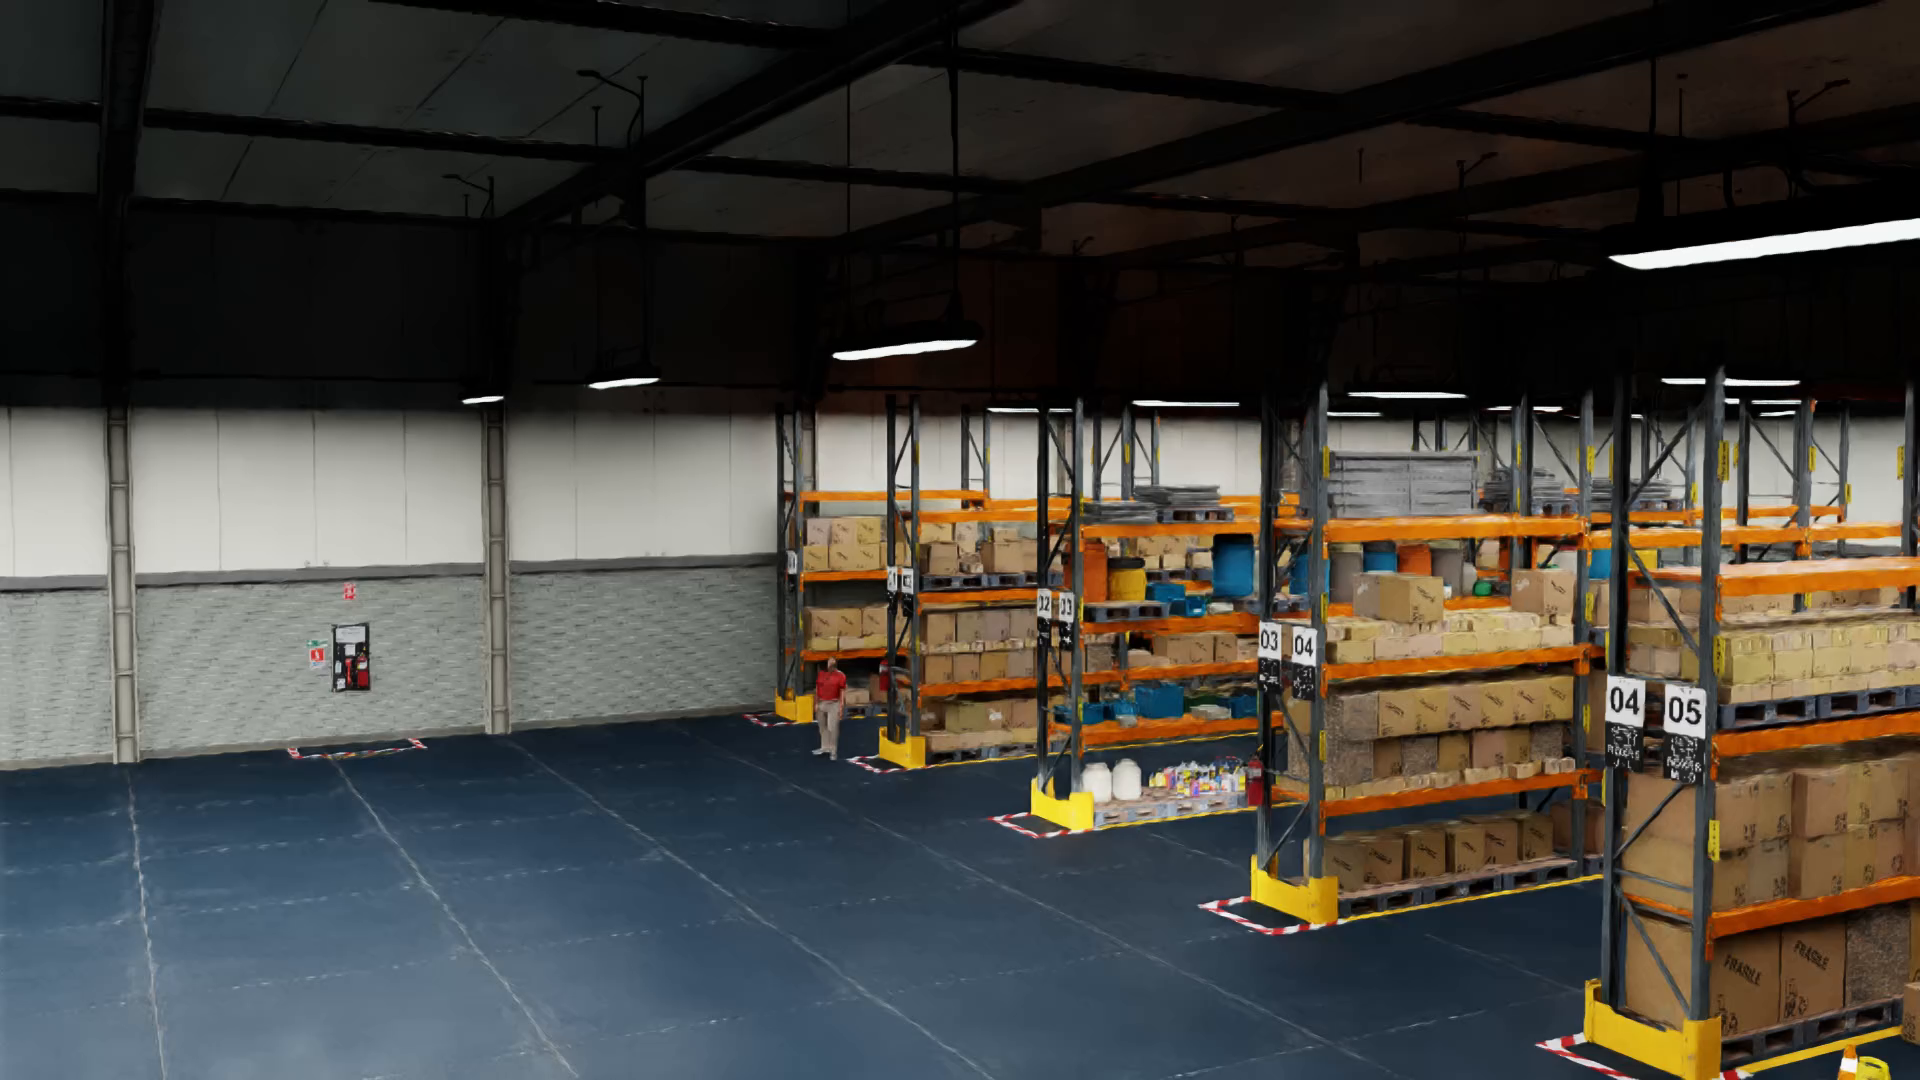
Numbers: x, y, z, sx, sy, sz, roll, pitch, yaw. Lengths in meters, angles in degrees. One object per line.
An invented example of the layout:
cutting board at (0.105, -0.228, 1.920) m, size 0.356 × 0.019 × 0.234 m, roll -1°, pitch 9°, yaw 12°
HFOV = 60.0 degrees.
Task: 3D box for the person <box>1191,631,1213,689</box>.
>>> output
person at (4.657, 2.553, 31.919) m, size 0.531 × 1.630 × 0.592 m, roll -2°, pitch 4°, yaw -28°

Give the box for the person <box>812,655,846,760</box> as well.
person at (-2.196, 2.756, 27.617) m, size 0.683 × 1.713 × 0.517 m, roll 2°, pitch 4°, yaw 26°
